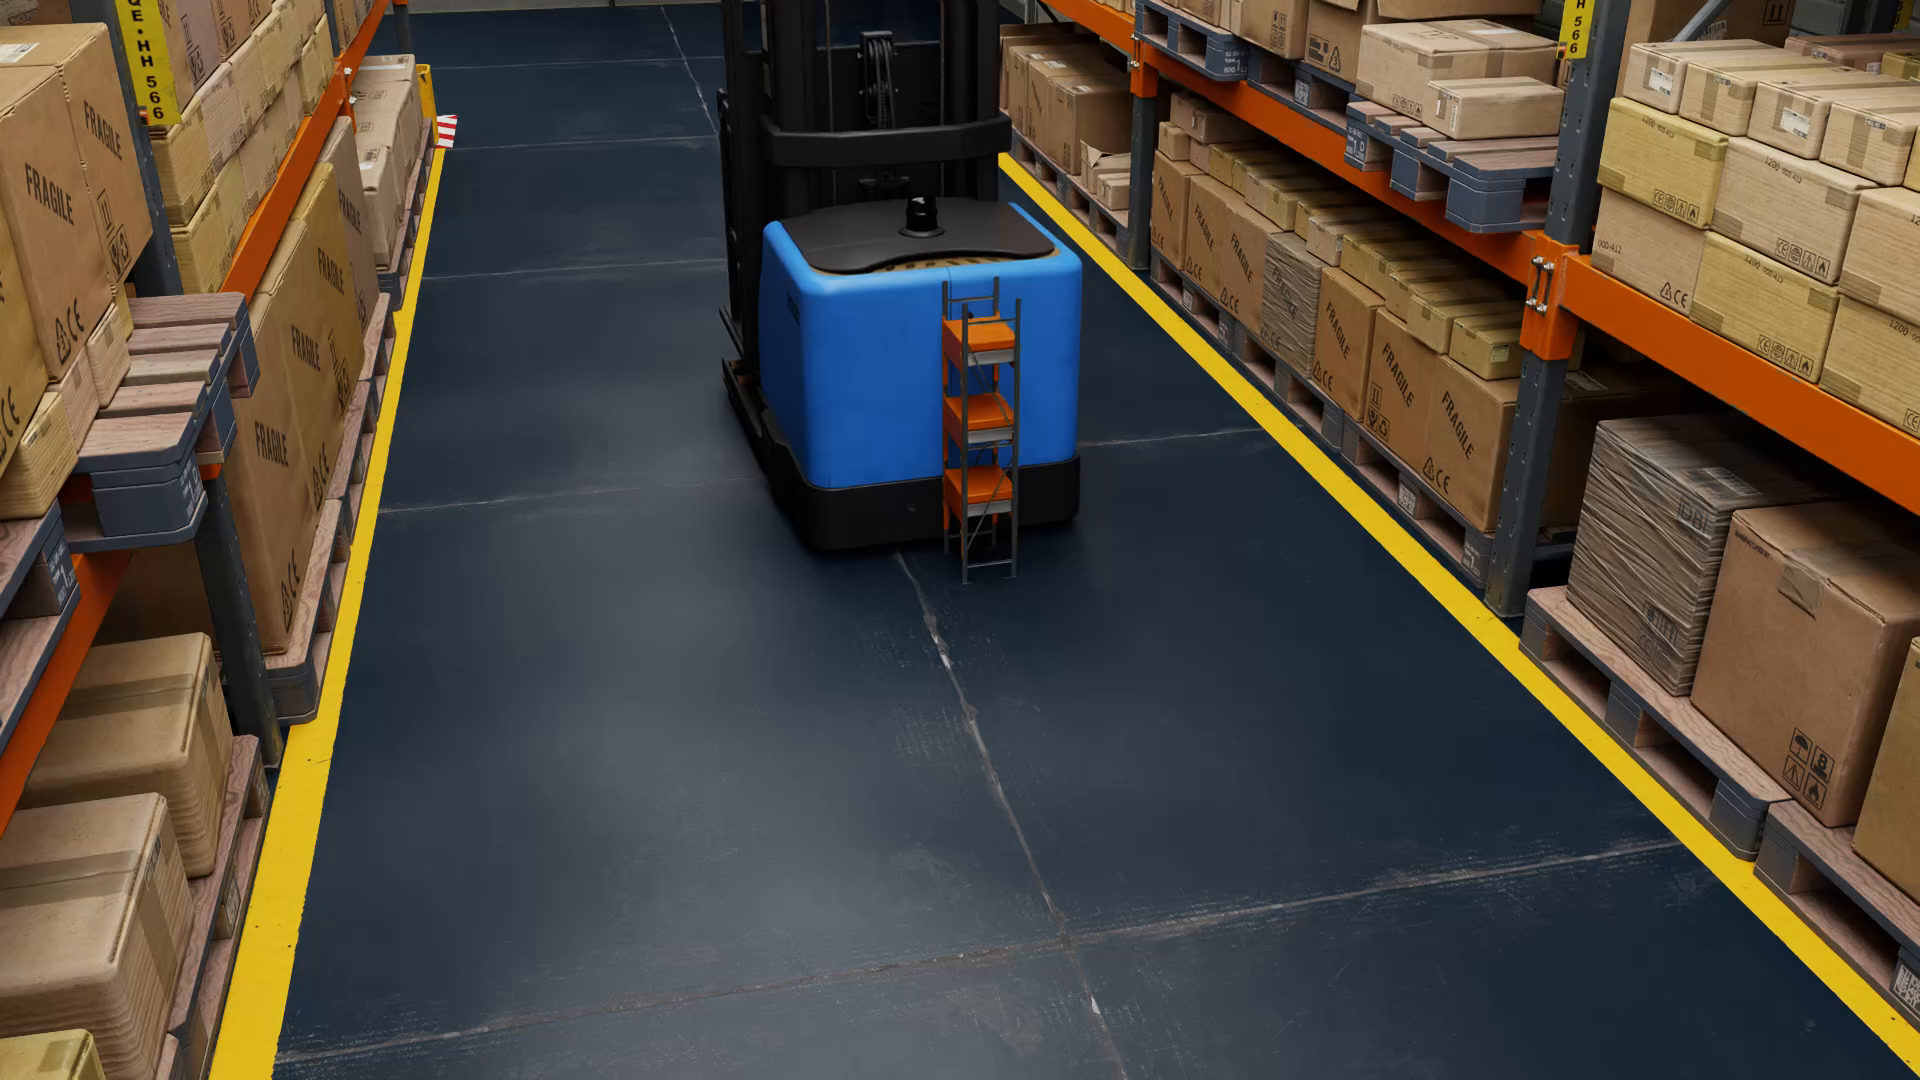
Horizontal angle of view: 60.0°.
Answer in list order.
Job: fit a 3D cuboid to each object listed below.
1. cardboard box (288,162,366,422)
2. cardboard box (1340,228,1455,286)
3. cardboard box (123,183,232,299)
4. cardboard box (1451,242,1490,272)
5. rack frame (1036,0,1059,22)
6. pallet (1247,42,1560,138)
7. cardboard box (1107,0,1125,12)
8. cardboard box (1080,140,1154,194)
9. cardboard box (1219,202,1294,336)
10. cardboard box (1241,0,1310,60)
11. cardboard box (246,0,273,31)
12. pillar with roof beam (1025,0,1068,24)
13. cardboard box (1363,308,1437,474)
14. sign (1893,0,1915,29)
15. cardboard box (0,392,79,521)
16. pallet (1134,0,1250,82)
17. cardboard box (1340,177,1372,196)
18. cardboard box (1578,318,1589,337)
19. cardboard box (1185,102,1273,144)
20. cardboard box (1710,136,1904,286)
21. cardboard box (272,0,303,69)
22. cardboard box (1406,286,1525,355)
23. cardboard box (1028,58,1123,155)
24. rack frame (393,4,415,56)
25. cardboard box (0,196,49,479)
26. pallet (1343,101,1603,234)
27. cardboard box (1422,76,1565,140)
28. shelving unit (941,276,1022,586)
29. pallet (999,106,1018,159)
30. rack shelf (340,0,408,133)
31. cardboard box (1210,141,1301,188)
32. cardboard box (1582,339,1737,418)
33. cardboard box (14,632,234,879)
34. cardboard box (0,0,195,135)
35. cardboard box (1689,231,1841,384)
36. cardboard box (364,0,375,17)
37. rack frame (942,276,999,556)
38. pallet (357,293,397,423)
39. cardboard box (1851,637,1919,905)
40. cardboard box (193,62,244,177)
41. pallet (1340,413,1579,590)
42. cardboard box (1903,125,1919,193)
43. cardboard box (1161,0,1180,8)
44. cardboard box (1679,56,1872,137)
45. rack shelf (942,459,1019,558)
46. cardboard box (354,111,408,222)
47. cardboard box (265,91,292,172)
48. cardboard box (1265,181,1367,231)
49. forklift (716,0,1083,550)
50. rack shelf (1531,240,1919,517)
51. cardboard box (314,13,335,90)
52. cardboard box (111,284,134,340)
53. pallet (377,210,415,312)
[{"bbox_3d":[-2.981,-0.969,6.734,0.875,0.875,0.875,-5,27,-10],"label":"cardboard box"},{"bbox_3d":[1.789,-1.159,6.805,0.380,0.149,0.250,-6,27,-12],"label":"cardboard box"},{"bbox_3d":[-2.374,-0.808,4.688,0.500,0.250,0.500,-6,27,-12],"label":"cardboard box"},{"bbox_3d":[2.268,-1.221,6.927,0.380,0.149,0.250,-7,28,-13],"label":"cardboard box"},{"bbox_3d":[0.524,-4.652,12.138,1.000,3.000,0.127,-6,27,-12],"label":"rack frame"},{"bbox_3d":[1.884,-1.908,6.913,1.003,0.211,1.213,-6,27,-12],"label":"pallet"},{"bbox_3d":[1.028,-3.010,9.164,0.380,0.149,0.250,-5,27,-10],"label":"cardboard box"},{"bbox_3d":[0.933,-2.234,9.916,0.396,0.266,0.258,-5,27,-10],"label":"cardboard box"},{"bbox_3d":[1.553,-1.280,7.765,0.500,0.500,0.500,-7,28,-13],"label":"cardboard box"},{"bbox_3d":[1.610,-2.321,6.943,0.700,0.500,0.500,-6,27,-12],"label":"cardboard box"},{"bbox_3d":[-2.714,-2.034,5.730,0.500,0.500,0.500,-6,27,-11],"label":"cardboard box"},{"bbox_3d":[-3.400,-8.168,12.446,9.100,9.000,0.400,-6,27,-12],"label":"pillar with roof beam"},{"bbox_3d":[1.919,-0.596,6.410,0.500,0.500,0.500,-6,27,-12],"label":"cardboard box"},{"bbox_3d":[2.867,-1.715,5.033,0.100,0.325,0.005,-6,27,-12],"label":"sign"},{"bbox_3d":[-1.849,-0.142,3.016,0.380,0.149,0.250,-5,27,-11],"label":"cardboard box"},{"bbox_3d":[1.499,-2.448,7.985,1.003,0.211,1.213,-6,27,-12],"label":"pallet"},{"bbox_3d":[2.010,-1.668,7.814,0.380,0.149,0.250,-5,27,-10],"label":"cardboard box"},{"bbox_3d":[2.479,-0.881,6.255,0.380,0.149,0.250,-5,27,-10],"label":"cardboard box"},{"bbox_3d":[1.352,-2.096,8.332,0.380,0.149,0.250,-7,28,-14],"label":"cardboard box"},{"bbox_3d":[2.300,-0.857,4.230,0.500,0.250,0.500,-5,27,-10],"label":"cardboard box"},{"bbox_3d":[-2.831,-1.932,6.361,0.500,0.250,0.500,-5,27,-10],"label":"cardboard box"},{"bbox_3d":[1.877,-0.809,6.112,0.380,0.149,0.250,-7,28,-14],"label":"cardboard box"},{"bbox_3d":[0.746,-2.824,10.824,0.500,0.500,0.500,-5,27,-11],"label":"cardboard box"},{"bbox_3d":[-4.311,-4.146,11.136,1.000,3.000,0.127,-6,27,-12],"label":"rack frame"},{"bbox_3d":[-1.893,-0.380,2.768,0.500,0.500,0.500,-8,28,-15],"label":"cardboard box"},{"bbox_3d":[2.106,-1.345,5.798,1.213,0.211,1.003,-6,27,-12],"label":"pallet"},{"bbox_3d":[1.805,-1.465,5.636,0.380,0.149,0.250,-5,27,-11],"label":"cardboard box"},{"bbox_3d":[0.071,-0.373,5.823,0.215,1.050,0.252,-7,28,-14],"label":"shelving unit"},{"bbox_3d":[0.722,-3.024,12.007,1.003,0.211,1.213,-6,27,-12],"label":"pallet"},{"bbox_3d":[-3.861,-2.947,9.558,1.077,0.370,4.000,-6,27,-12],"label":"rack shelf"},{"bbox_3d":[1.454,-1.847,8.169,0.380,0.149,0.250,-7,28,-14],"label":"cardboard box"},{"bbox_3d":[2.505,-0.425,6.071,0.500,0.500,0.500,-5,27,-10],"label":"cardboard box"},{"bbox_3d":[-2.391,0.600,4.182,0.950,0.372,0.625,-8,28,-15],"label":"cardboard box"},{"bbox_3d":[-2.381,-1.367,4.408,0.500,0.500,0.500,-7,28,-13],"label":"cardboard box"},{"bbox_3d":[2.297,-0.632,4.340,0.500,0.250,0.500,-7,28,-13],"label":"cardboard box"},{"bbox_3d":[-3.476,-3.108,8.967,0.500,0.500,0.500,-6,27,-11],"label":"cardboard box"},{"bbox_3d":[0.037,-0.425,5.928,0.200,1.050,0.008,-7,28,-14],"label":"rack frame"},{"bbox_3d":[-3.162,-0.814,7.629,1.003,0.211,1.213,-6,27,-12],"label":"pallet"},{"bbox_3d":[2.761,0.590,3.922,0.875,0.625,0.625,-7,28,-14],"label":"cardboard box"},{"bbox_3d":[-2.497,-1.265,5.039,0.500,0.250,0.500,-5,27,-10],"label":"cardboard box"},{"bbox_3d":[2.195,-0.227,6.465,1.003,0.211,1.213,-6,27,-12],"label":"pallet"},{"bbox_3d":[2.413,-0.856,3.787,0.380,0.149,0.250,-6,27,-11],"label":"cardboard box"},{"bbox_3d":[1.316,-2.893,8.076,0.700,0.500,0.500,-5,27,-10],"label":"cardboard box"},{"bbox_3d":[2.173,-1.187,4.442,0.380,0.149,0.250,-5,27,-10],"label":"cardboard box"},{"bbox_3d":[0.071,-0.115,5.953,0.215,0.259,0.240,-7,28,-14],"label":"rack shelf"},{"bbox_3d":[-3.649,-2.113,9.486,0.875,0.438,0.875,-7,28,-13],"label":"cardboard box"},{"bbox_3d":[-2.734,-1.478,6.017,0.500,0.250,0.500,-6,27,-12],"label":"cardboard box"},{"bbox_3d":[1.602,-1.506,7.492,0.380,0.149,0.250,-5,27,-10],"label":"cardboard box"},{"bbox_3d":[-0.447,-1.918,6.797,1.130,2.935,3.031,-7,28,-14],"label":"forklift"},{"bbox_3d":[2.778,0.059,3.602,1.077,0.370,4.000,-6,27,-12],"label":"rack shelf"},{"bbox_3d":[-3.063,-2.152,7.351,0.500,0.250,0.500,-7,28,-13],"label":"cardboard box"},{"bbox_3d":[-2.074,-0.479,3.683,0.380,0.149,0.250,-6,27,-11],"label":"cardboard box"},{"bbox_3d":[-3.505,-1.487,8.962,1.003,0.211,1.213,-6,27,-12],"label":"pallet"}]
